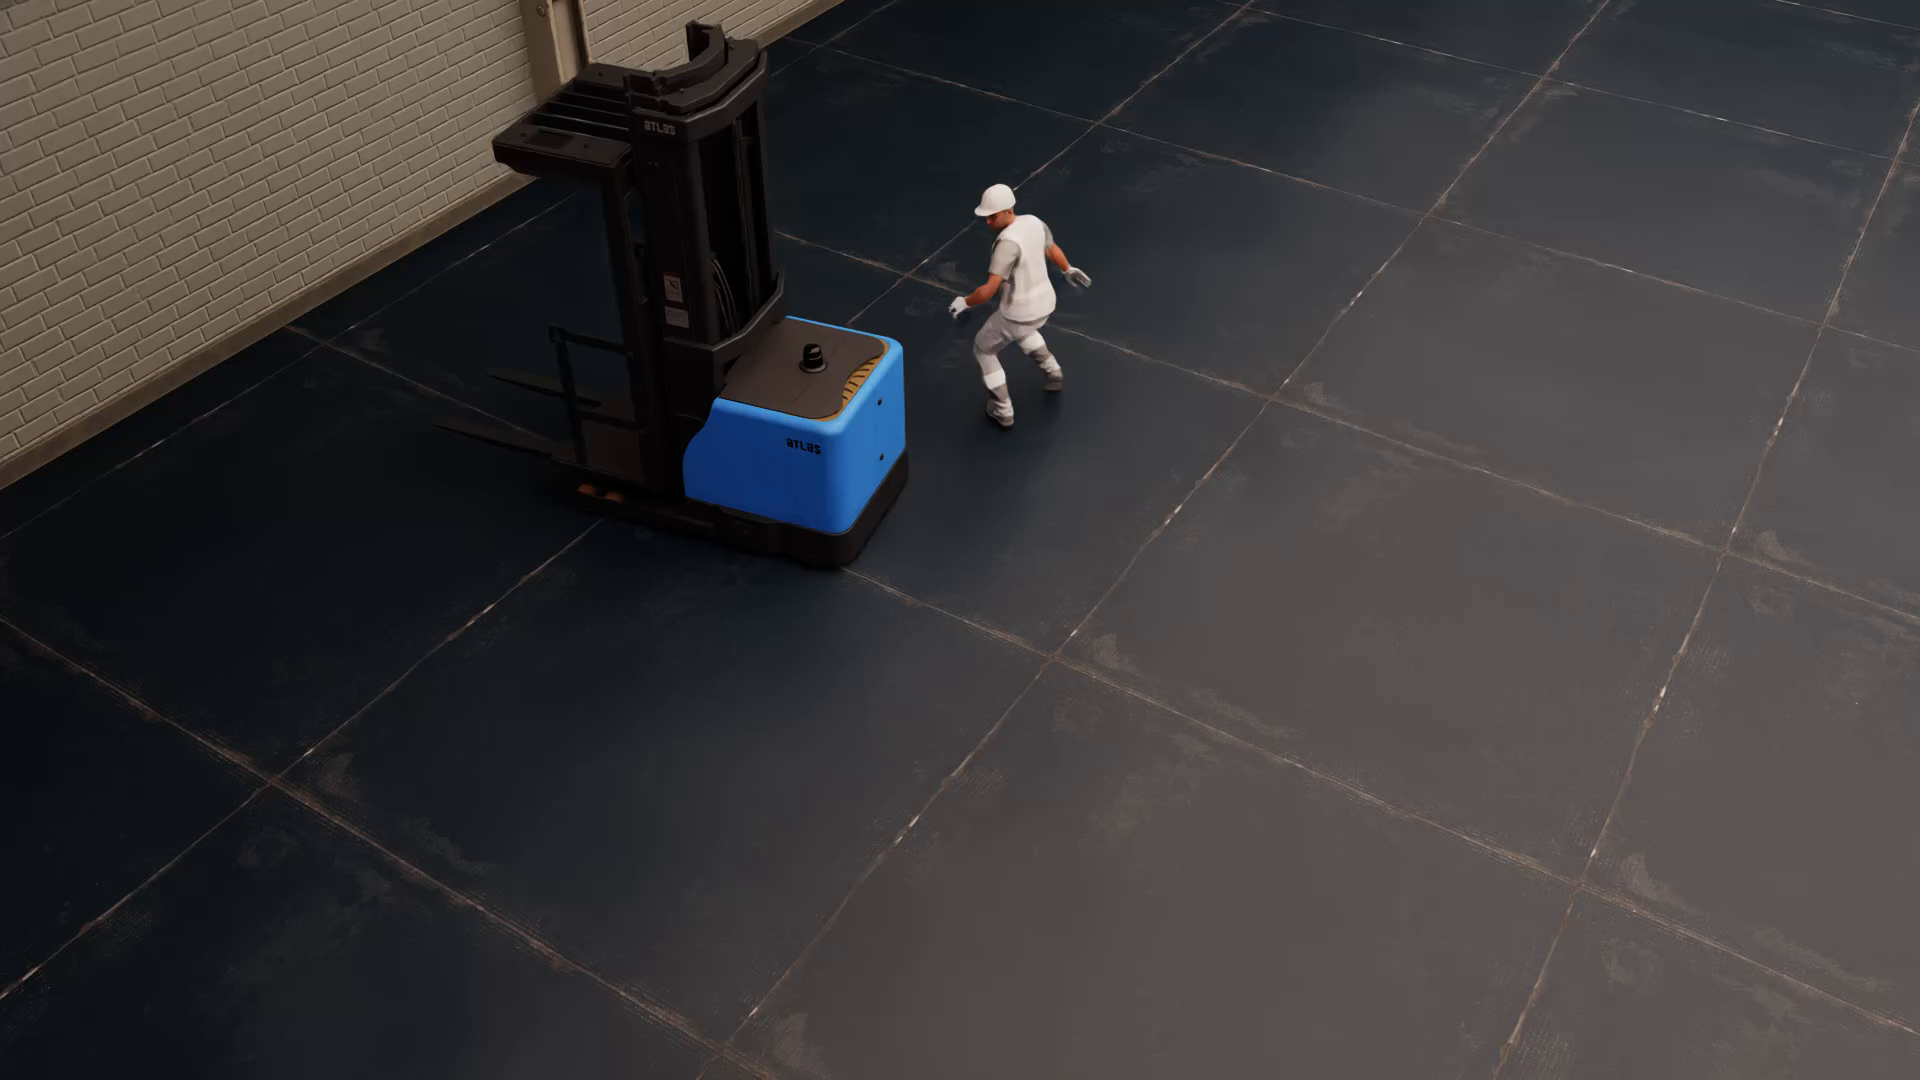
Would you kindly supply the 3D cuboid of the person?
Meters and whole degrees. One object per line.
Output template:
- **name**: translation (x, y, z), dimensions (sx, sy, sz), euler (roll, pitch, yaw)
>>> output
- **person**: translation (0.404, -1.558, 10.886), dimensions (0.502, 1.655, 1.027), euler (27, 47, 29)

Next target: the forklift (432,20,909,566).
- **forklift**: translation (-1.899, -1.559, 9.807), dimensions (3.031, 2.935, 1.130), euler (14, 42, 16)
